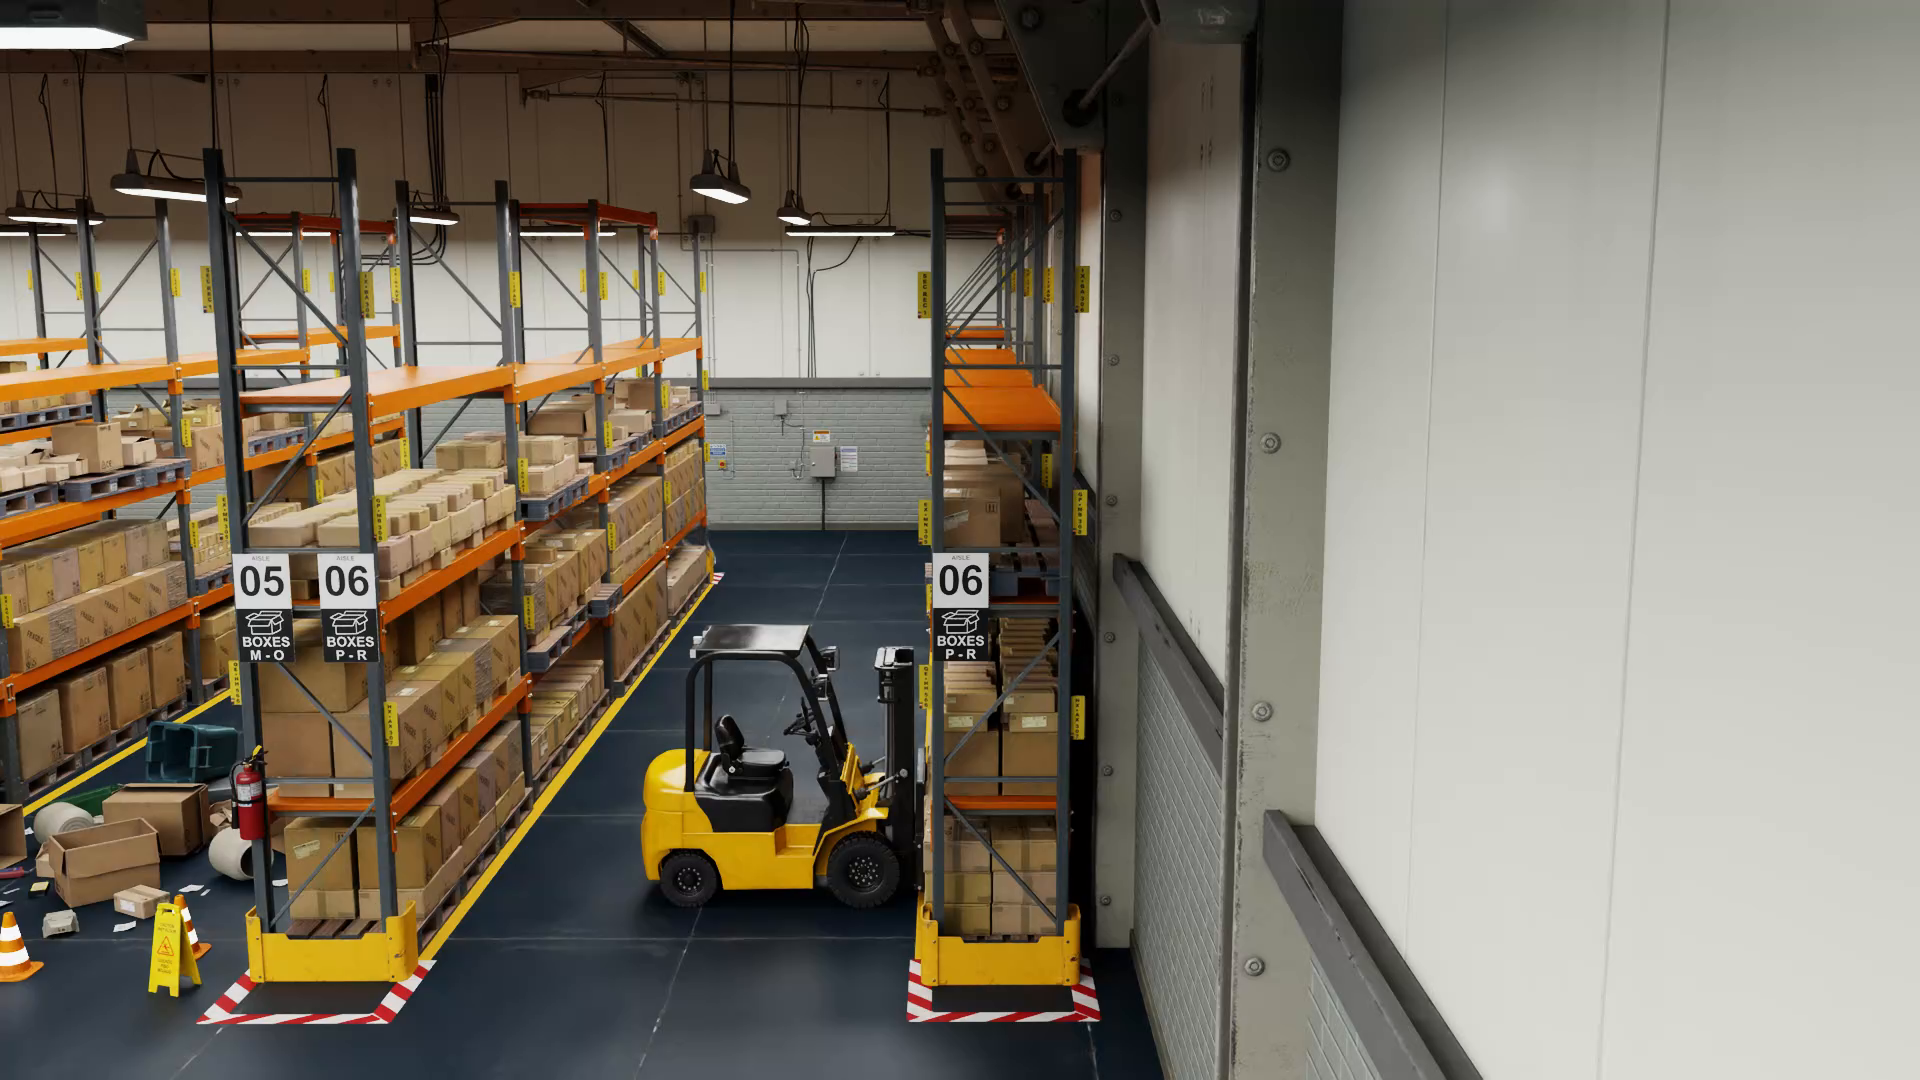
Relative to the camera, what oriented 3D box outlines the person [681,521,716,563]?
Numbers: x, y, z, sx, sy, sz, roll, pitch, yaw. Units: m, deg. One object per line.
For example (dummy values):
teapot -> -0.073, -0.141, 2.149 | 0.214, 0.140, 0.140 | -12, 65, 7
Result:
person -> -4.723, -0.296, 29.301 | 0.645, 1.581, 0.699 | 4, 10, 24
